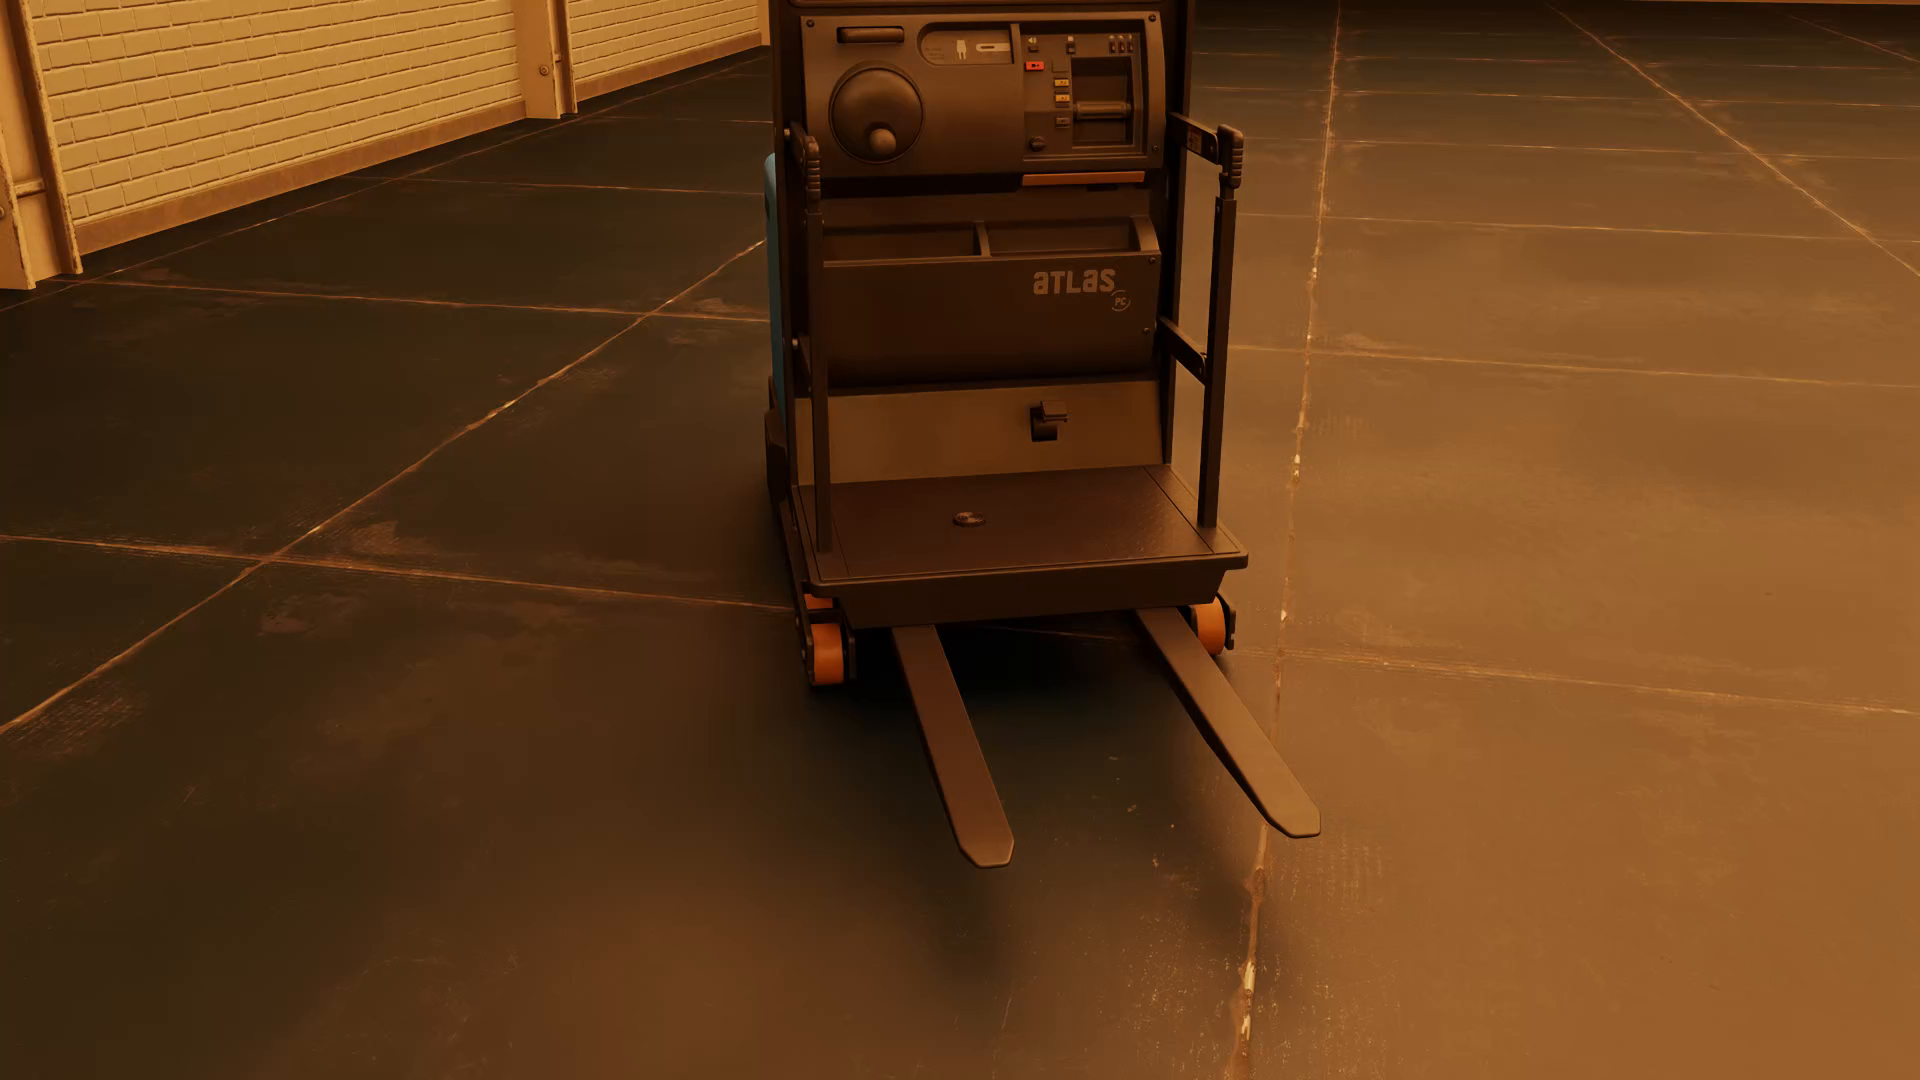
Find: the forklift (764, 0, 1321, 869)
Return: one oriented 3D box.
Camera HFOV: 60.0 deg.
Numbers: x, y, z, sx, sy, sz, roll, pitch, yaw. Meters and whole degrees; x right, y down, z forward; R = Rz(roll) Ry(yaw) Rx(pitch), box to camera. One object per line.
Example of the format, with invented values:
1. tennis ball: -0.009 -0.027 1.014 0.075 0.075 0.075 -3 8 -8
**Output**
1. forklift: 0.104 -1.131 4.040 1.130 2.935 3.031 -4 22 -9
